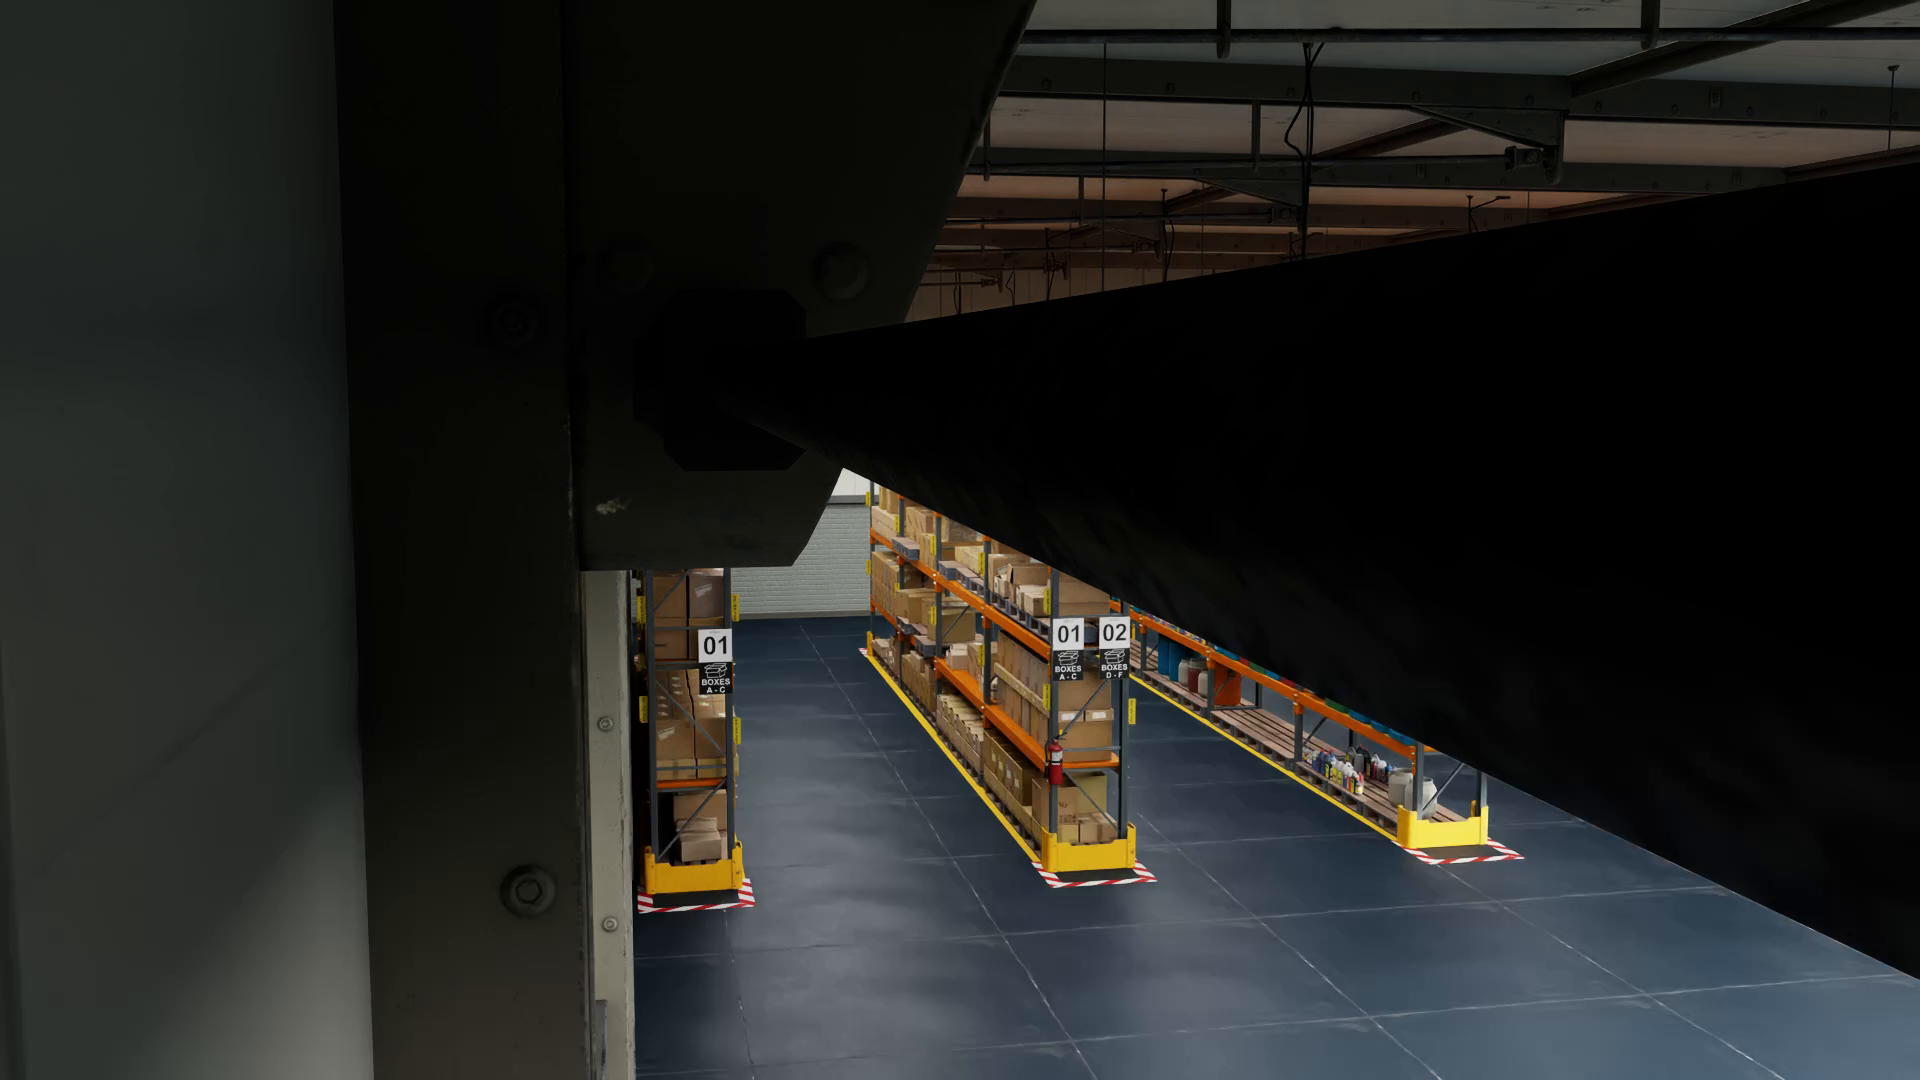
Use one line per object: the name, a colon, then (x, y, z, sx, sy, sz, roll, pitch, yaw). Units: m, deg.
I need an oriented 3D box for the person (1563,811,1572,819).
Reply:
person: (8.580, 3.021, 23.513, 0.559, 1.708, 1.083, 5, 8, 38)
